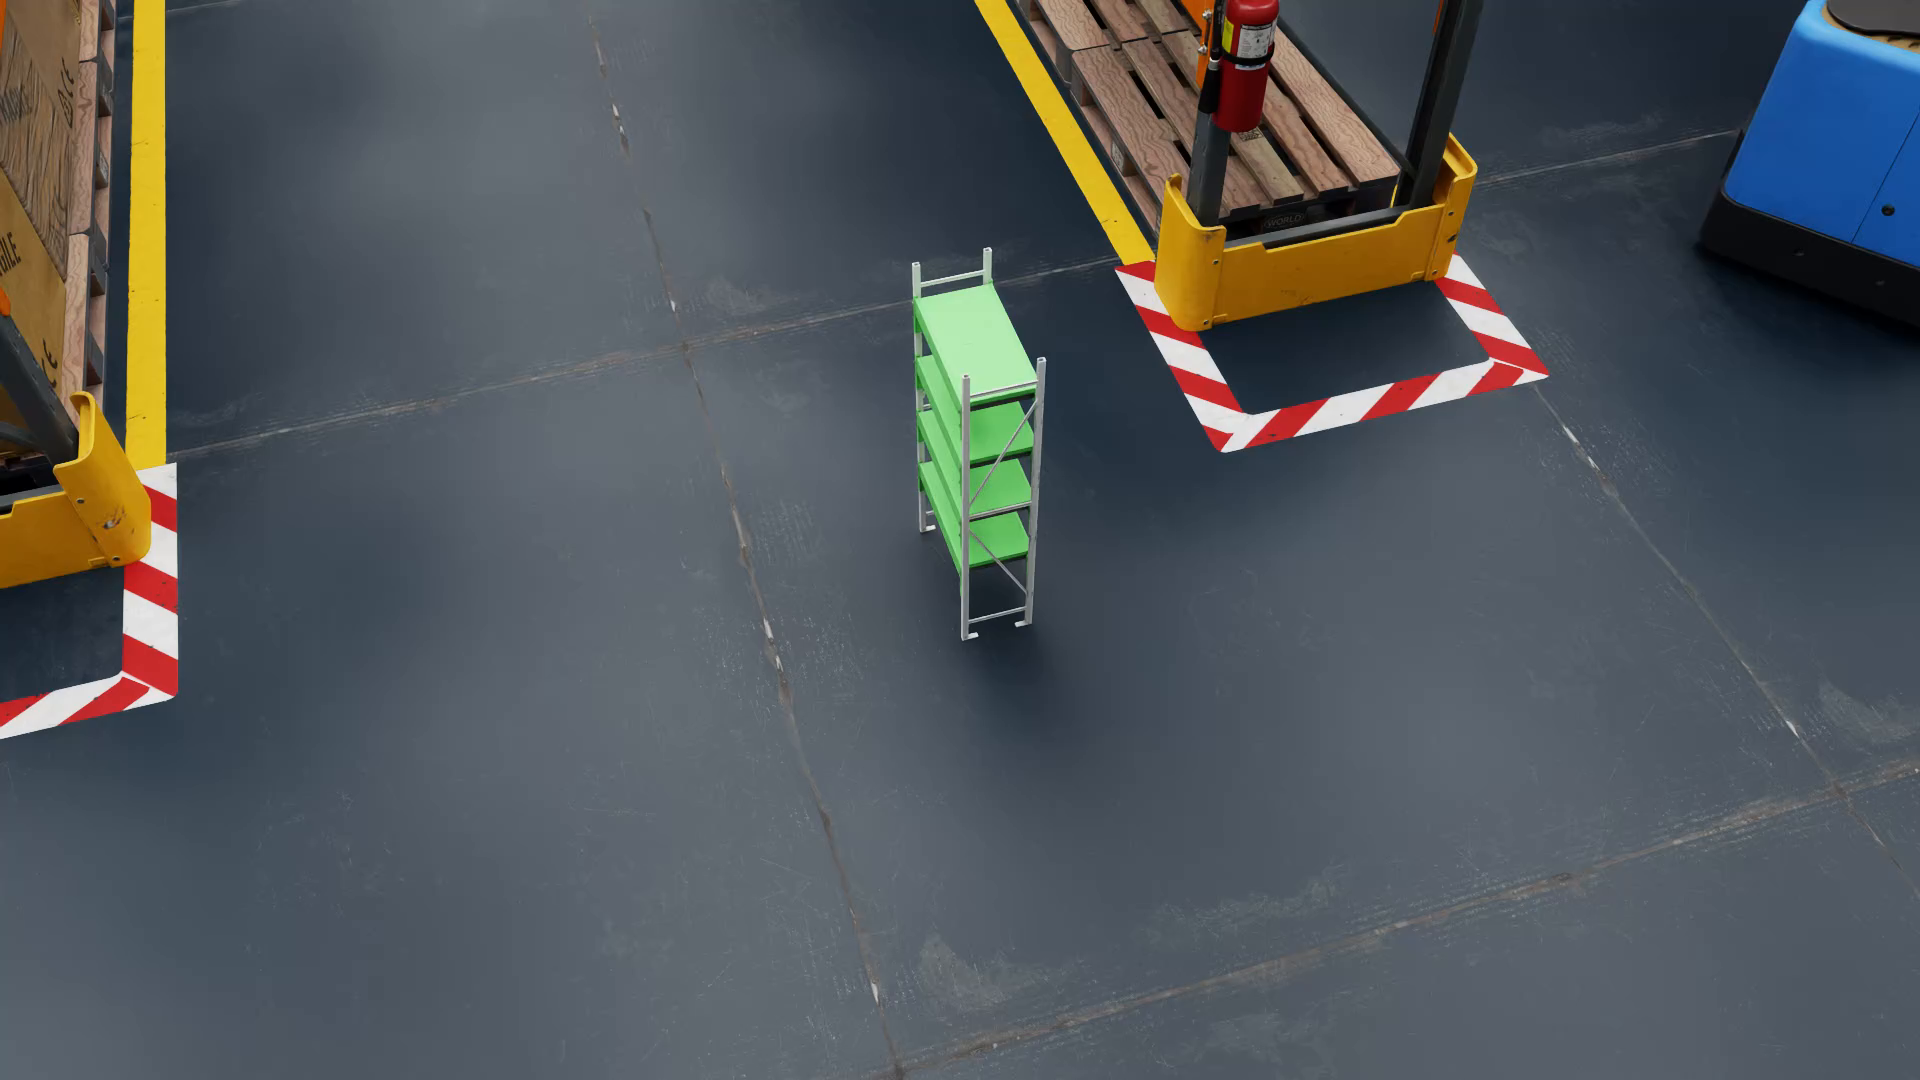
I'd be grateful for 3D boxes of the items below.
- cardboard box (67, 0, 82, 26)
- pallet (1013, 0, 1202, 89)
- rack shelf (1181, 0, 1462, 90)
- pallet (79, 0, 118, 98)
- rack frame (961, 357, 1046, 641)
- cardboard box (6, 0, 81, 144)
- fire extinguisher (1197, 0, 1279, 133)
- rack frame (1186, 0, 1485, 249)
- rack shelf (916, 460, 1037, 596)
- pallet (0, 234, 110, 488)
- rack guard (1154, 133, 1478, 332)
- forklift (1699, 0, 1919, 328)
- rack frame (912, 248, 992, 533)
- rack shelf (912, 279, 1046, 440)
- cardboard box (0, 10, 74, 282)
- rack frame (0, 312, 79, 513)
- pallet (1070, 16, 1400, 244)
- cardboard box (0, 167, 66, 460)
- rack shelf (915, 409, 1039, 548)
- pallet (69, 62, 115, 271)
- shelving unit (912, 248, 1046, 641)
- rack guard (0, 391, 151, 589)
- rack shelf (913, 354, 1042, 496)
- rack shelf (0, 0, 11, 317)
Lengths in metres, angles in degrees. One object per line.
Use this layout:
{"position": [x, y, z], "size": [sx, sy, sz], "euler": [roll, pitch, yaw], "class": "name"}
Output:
{"position": [-4.453, -2.782, 7.249], "size": [0.875, 0.875, 0.875], "euler": [-13, 51, -11], "class": "cardboard box"}
{"position": [0.779, -2.632, 7.831], "size": [1.003, 0.211, 1.213], "euler": [-13, 51, -11], "class": "pallet"}
{"position": [0.751, -3.259, 7.006], "size": [1.077, 0.370, 4.000], "euler": [-13, 51, -11], "class": "rack shelf"}
{"position": [-4.421, -2.360, 7.602], "size": [1.003, 0.211, 1.213], "euler": [-13, 51, -11], "class": "pallet"}
{"position": [0.121, -0.088, 5.039], "size": [0.240, 1.200, 0.015], "euler": [-13, 51, -11], "class": "rack frame"}
{"position": [-4.187, -2.125, 6.695], "size": [0.875, 0.875, 0.875], "euler": [-13, 51, -11], "class": "cardboard box"}
{"position": [0.953, -1.672, 5.493], "size": [0.296, 0.674, 0.183], "euler": [-13, 51, -11], "class": "fire extinguisher"}
{"position": [1.343, -2.030, 5.500], "size": [1.000, 3.000, 0.127], "euler": [-13, 51, -11], "class": "rack frame"}
{"position": [0.049, -0.070, 5.422], "size": [0.258, 0.148, 0.480], "euler": [-13, 51, -11], "class": "rack shelf"}
{"position": [-3.700, -0.578, 6.099], "size": [1.003, 0.211, 1.213], "euler": [-13, 51, -11], "class": "pallet"}
{"position": [1.362, -1.210, 6.443], "size": [1.175, 0.500, 0.348], "euler": [-13, 51, -11], "class": "rack guard"}
{"position": [4.209, -2.817, 6.207], "size": [1.130, 2.935, 3.031], "euler": [27, 55, 21], "class": "forklift"}
{"position": [-0.023, -0.444, 5.340], "size": [0.240, 1.200, 0.015], "euler": [-13, 51, -11], "class": "rack frame"}
{"position": [0.049, -0.534, 4.871], "size": [0.258, 0.148, 0.480], "euler": [-13, 51, -11], "class": "rack shelf"}
{"position": [-3.923, -1.475, 6.147], "size": [0.875, 0.875, 0.875], "euler": [-13, 51, -11], "class": "cardboard box"}
{"position": [-3.389, -0.911, 4.556], "size": [1.000, 3.000, 0.127], "euler": [-13, 51, -11], "class": "rack frame"}
{"position": [1.136, -1.743, 7.081], "size": [1.003, 0.211, 1.213], "euler": [-13, 51, -11], "class": "pallet"}
{"position": [-3.654, -0.810, 5.586], "size": [0.875, 0.875, 0.875], "euler": [-13, 51, -11], "class": "cardboard box"}
{"position": [0.049, -0.225, 5.238], "size": [0.258, 0.148, 0.480], "euler": [-13, 51, -11], "class": "rack shelf"}
{"position": [-4.057, -1.468, 6.849], "size": [1.003, 0.211, 1.213], "euler": [-13, 51, -11], "class": "pallet"}
{"position": [0.049, -0.266, 5.189], "size": [0.258, 1.200, 0.503], "euler": [-13, 51, -11], "class": "shelving unit"}
{"position": [-3.382, -0.087, 5.497], "size": [1.175, 0.500, 0.348], "euler": [-13, 51, -11], "class": "rack guard"}
{"position": [0.049, -0.379, 5.055], "size": [0.258, 0.148, 0.480], "euler": [-13, 51, -11], "class": "rack shelf"}
{"position": [-3.980, -2.139, 6.062], "size": [1.077, 0.370, 4.000], "euler": [-13, 51, -11], "class": "rack shelf"}
